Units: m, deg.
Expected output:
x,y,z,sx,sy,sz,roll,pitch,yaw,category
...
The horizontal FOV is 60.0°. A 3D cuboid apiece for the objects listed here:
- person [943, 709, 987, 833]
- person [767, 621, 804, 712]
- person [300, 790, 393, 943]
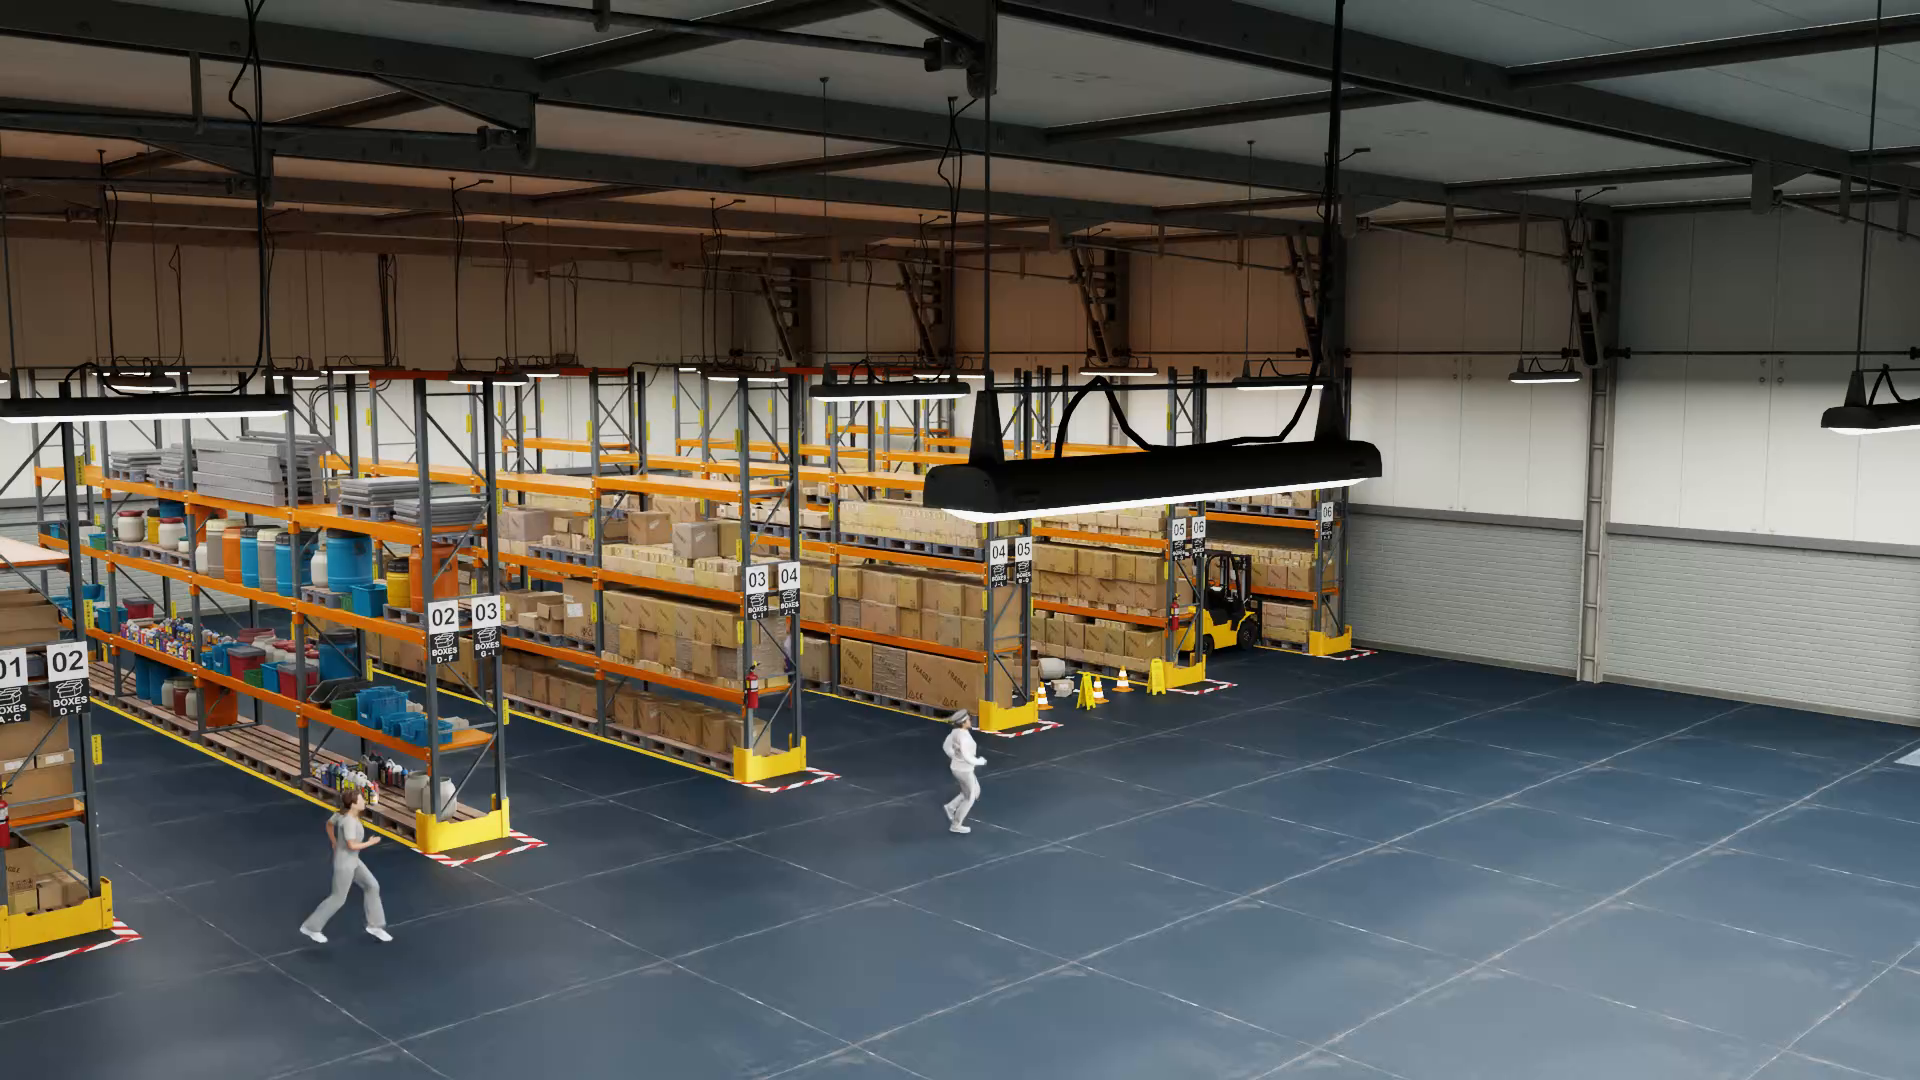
x,y,z,sx,sy,sz,roll,pitch,yaw,category
0.074,3.039,21.957,0.541,1.659,0.607,-2,7,-17,person
-3.107,2.238,29.505,0.811,1.611,0.605,5,8,40,person
-6.579,3.508,17.753,0.928,1.705,0.587,-2,7,-21,person
